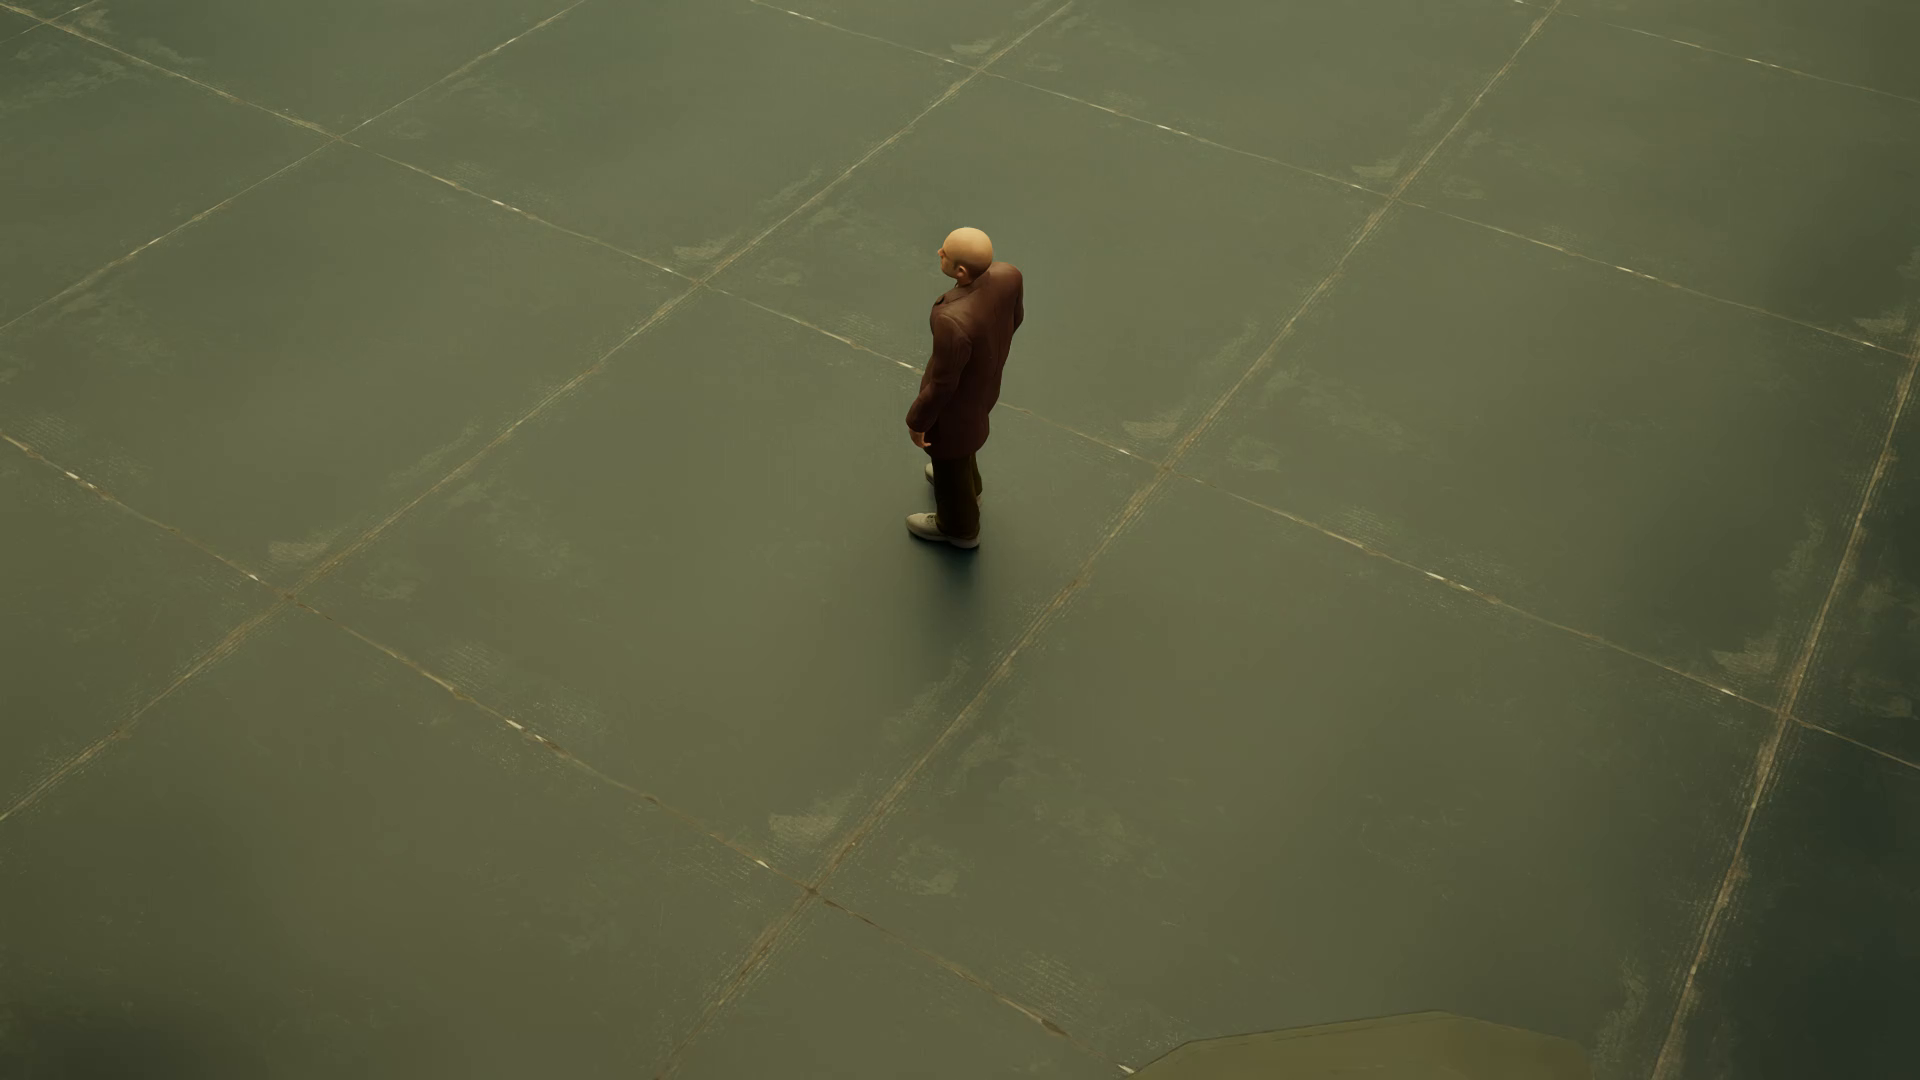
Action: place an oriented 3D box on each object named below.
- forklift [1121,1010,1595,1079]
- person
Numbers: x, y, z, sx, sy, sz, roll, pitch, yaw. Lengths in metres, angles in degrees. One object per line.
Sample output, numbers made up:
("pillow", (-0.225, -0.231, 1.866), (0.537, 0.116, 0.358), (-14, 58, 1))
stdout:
("forklift", (0.753, 2.398, 3.320), (1.130, 2.935, 3.031), (-5, 44, -6))
("person", (-0.074, -0.687, 7.401), (0.583, 1.775, 0.696), (24, 48, 23))
